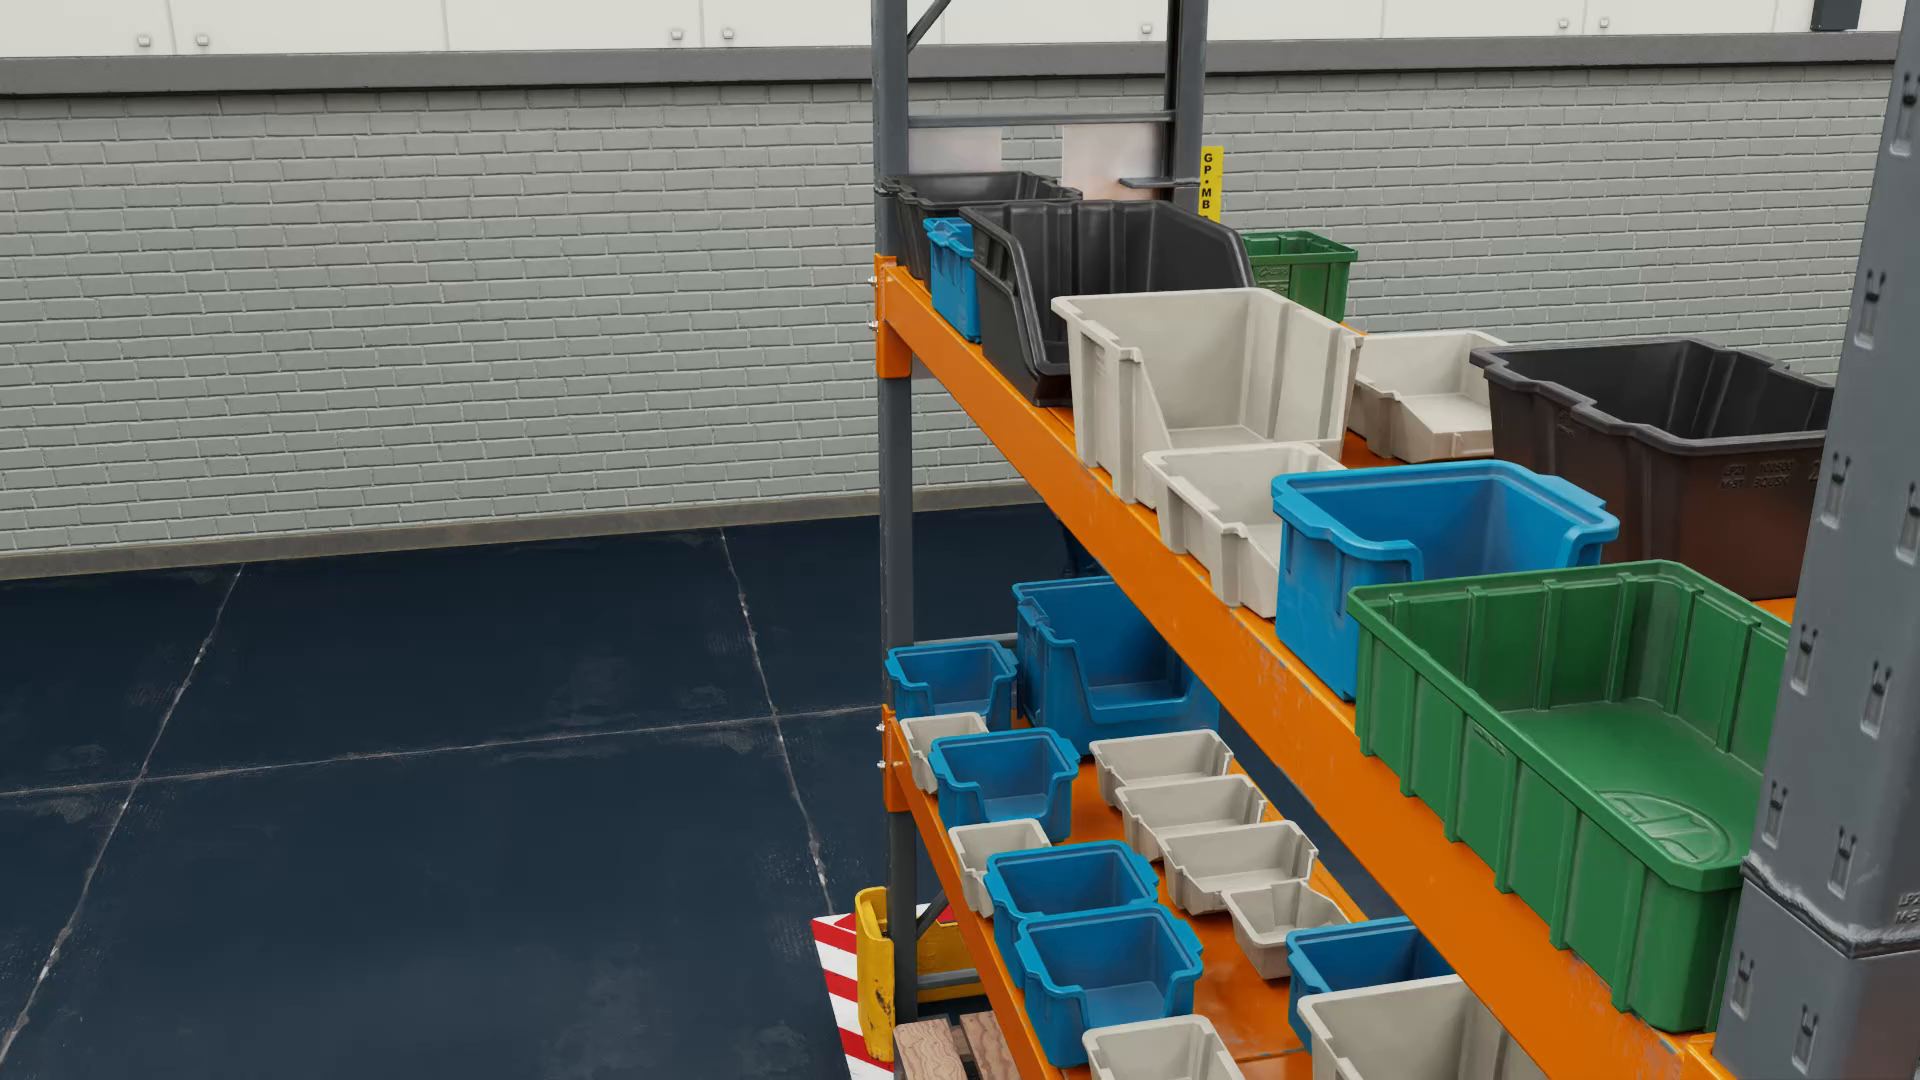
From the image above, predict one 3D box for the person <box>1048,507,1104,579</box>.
[{"bbox_3d":[0.658,-0.064,9.068,0.338,1.385,0.444,-5,21,-13],"label":"person"}]
